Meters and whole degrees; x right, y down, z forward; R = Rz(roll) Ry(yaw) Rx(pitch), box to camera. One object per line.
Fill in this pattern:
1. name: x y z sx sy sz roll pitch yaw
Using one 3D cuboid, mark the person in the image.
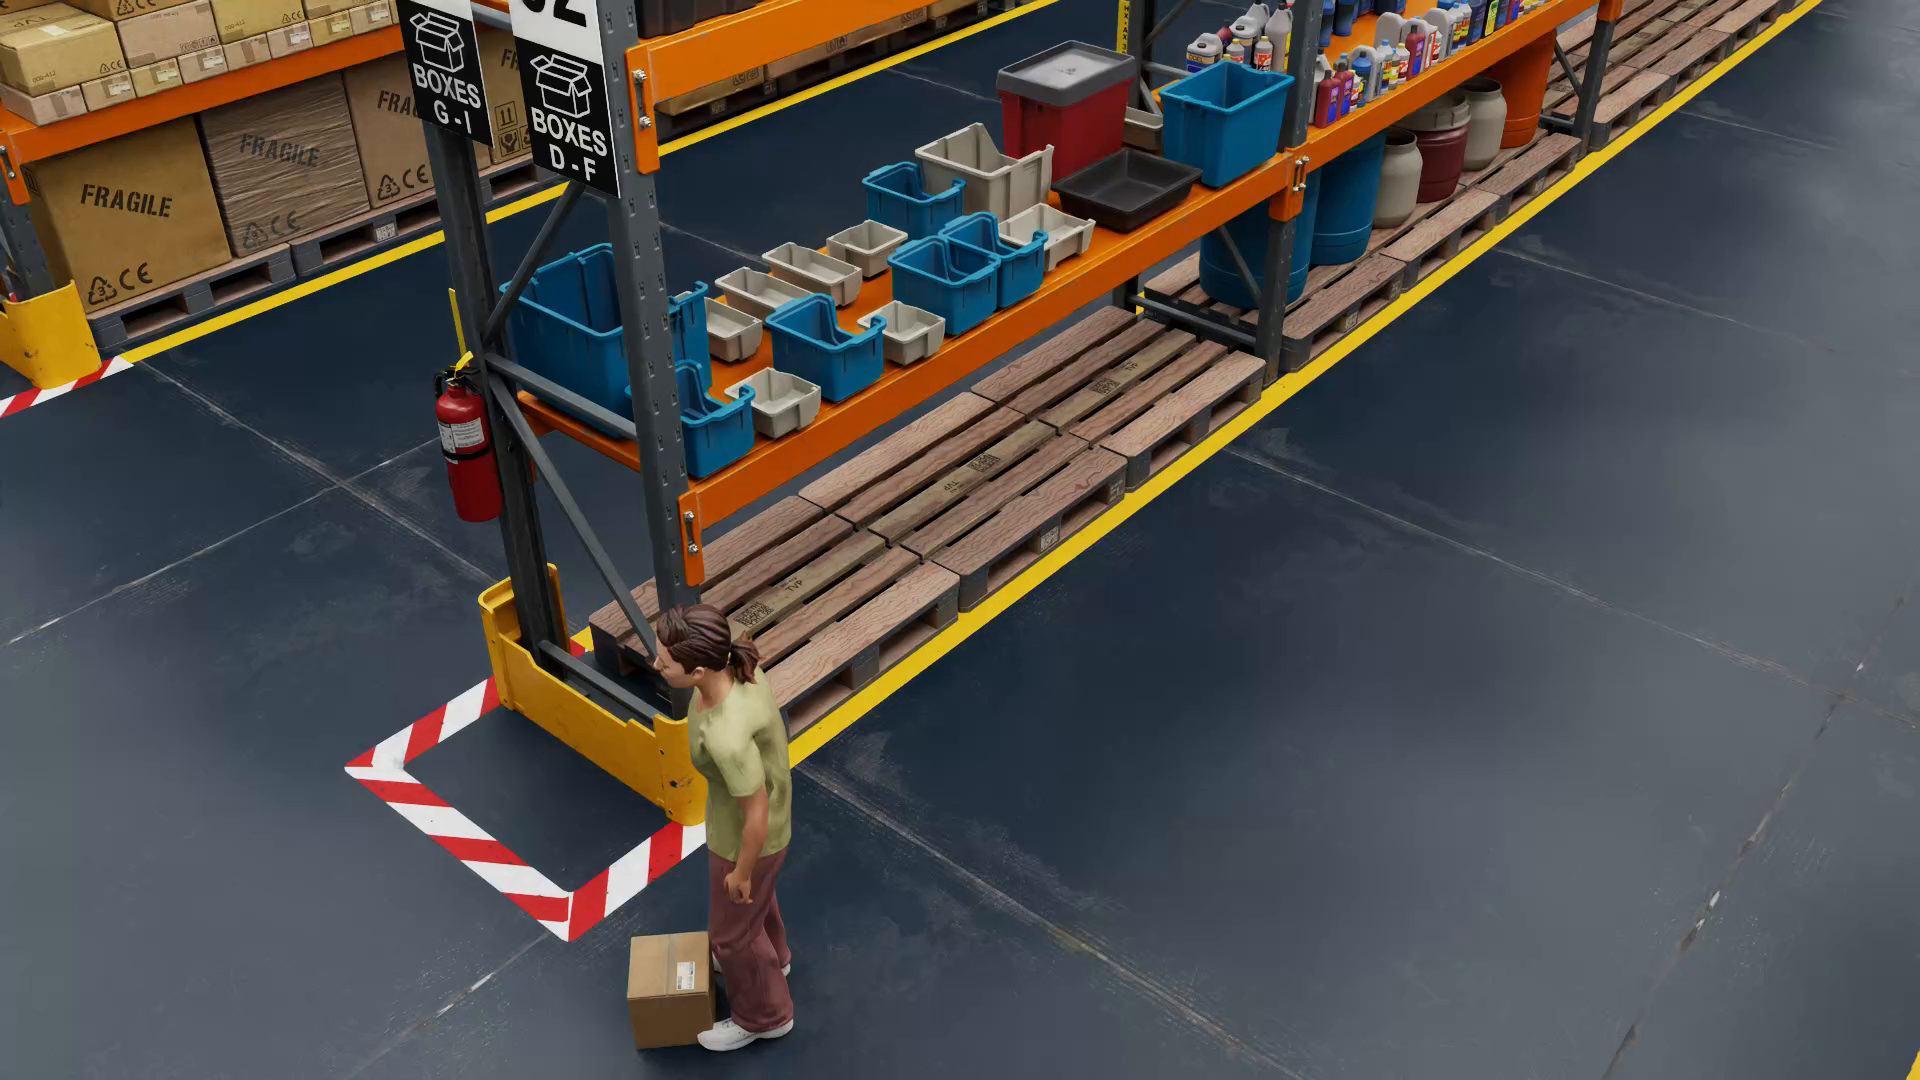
1. person: -0.674 0.848 4.943 0.364 1.671 0.520 -5 35 -7
